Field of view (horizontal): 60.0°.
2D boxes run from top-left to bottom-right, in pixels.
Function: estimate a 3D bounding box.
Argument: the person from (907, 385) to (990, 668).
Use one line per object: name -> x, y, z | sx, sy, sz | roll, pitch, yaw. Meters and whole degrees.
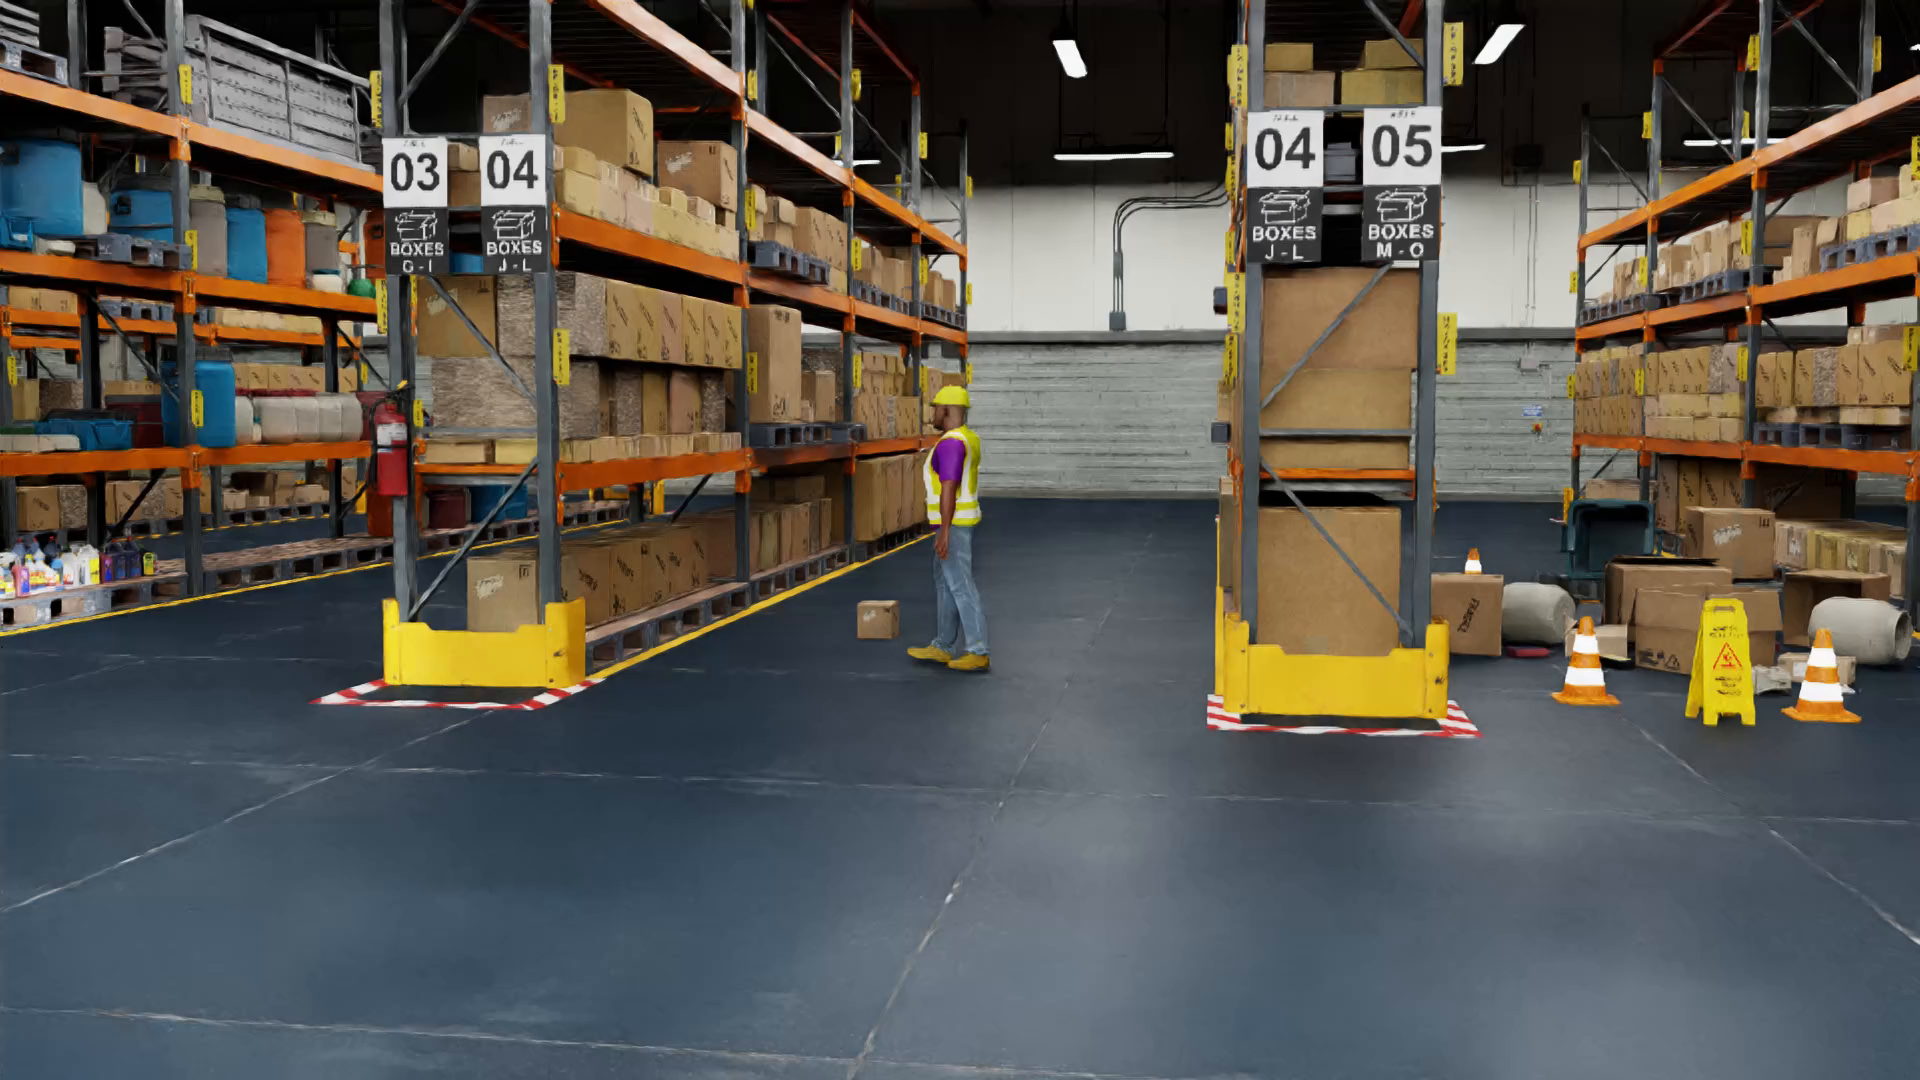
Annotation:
person -> -0.075, -0.093, 10.537 | 0.582, 1.768, 0.738 | 1, 4, 9
